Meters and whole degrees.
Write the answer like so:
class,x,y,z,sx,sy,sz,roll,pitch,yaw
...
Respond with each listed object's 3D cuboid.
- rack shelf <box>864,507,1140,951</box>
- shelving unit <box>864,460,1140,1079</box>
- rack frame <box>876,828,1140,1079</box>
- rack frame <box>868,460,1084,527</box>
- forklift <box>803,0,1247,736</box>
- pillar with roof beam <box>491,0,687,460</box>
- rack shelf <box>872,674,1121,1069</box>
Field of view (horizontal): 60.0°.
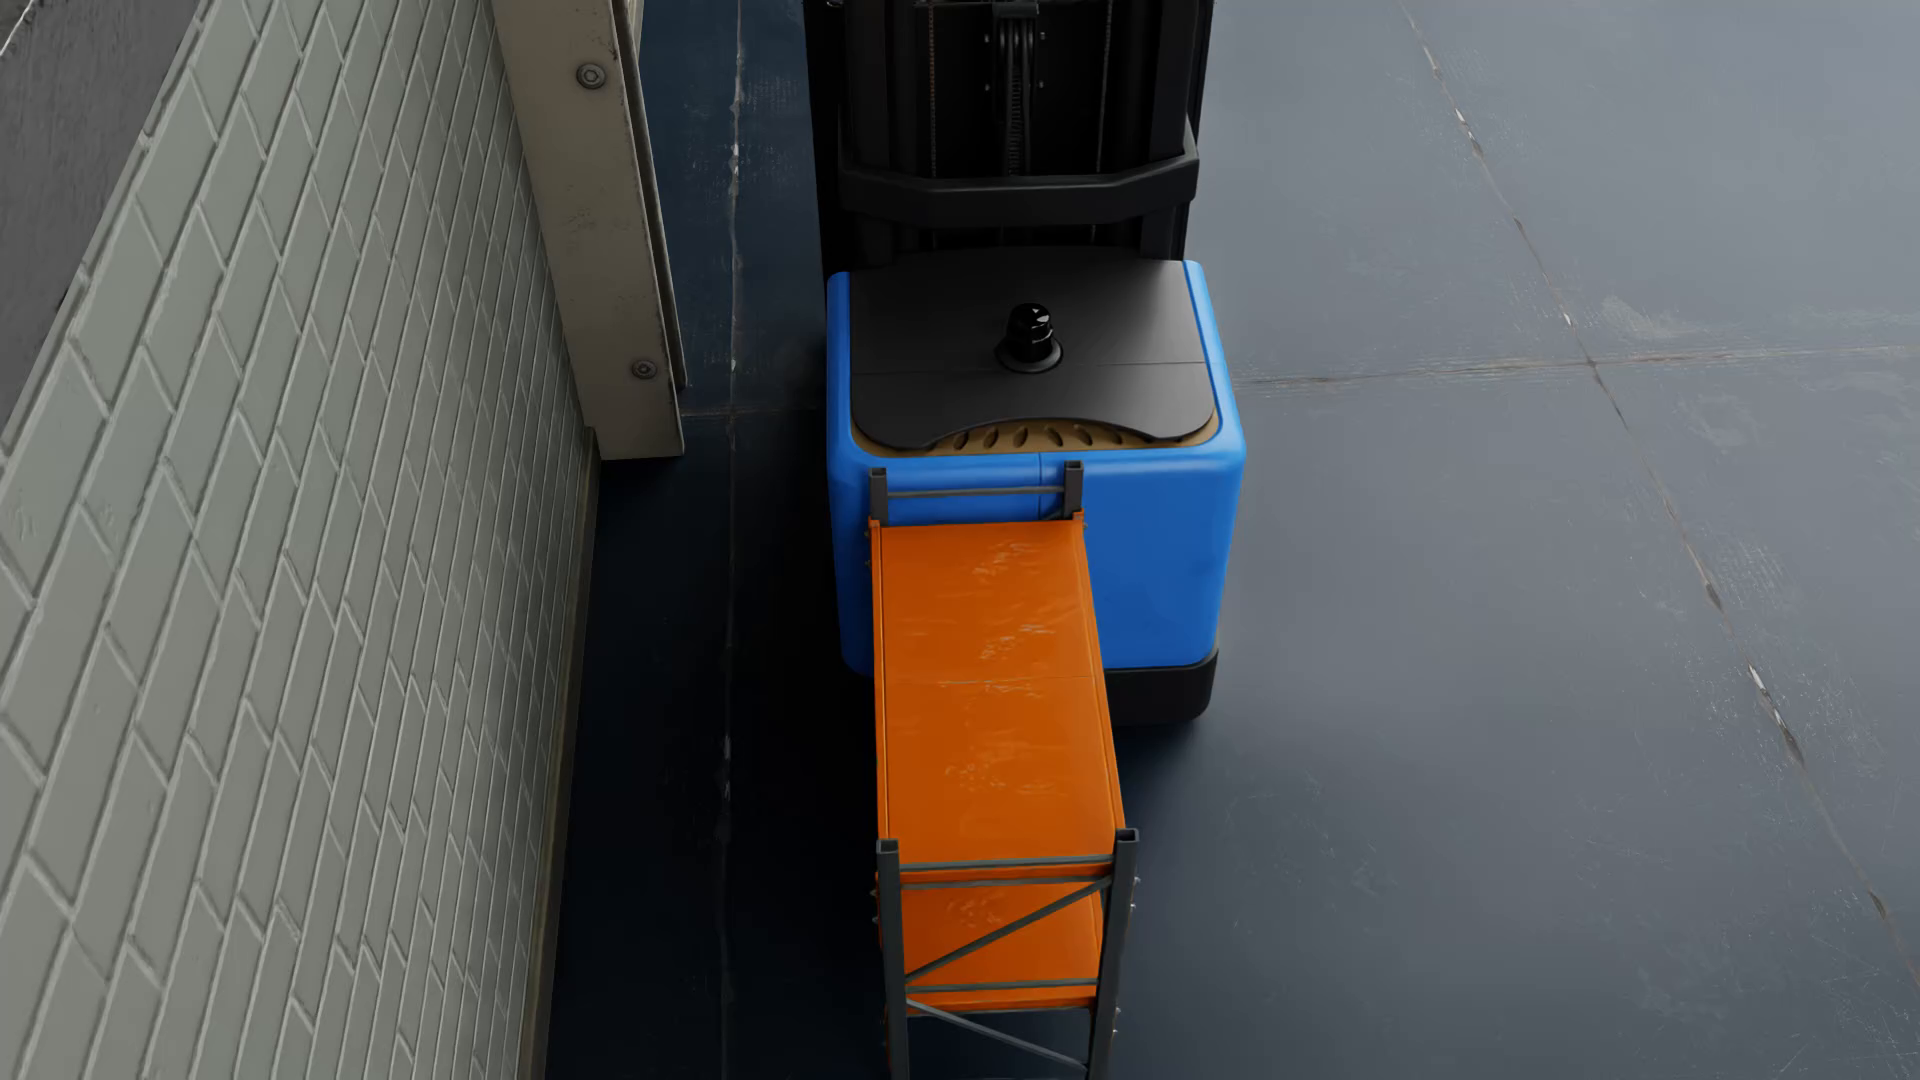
class,x,y,z,sx,sy,sz,roll,pitch,yaw
rack shelf,0.064,0.388,3.705,0.538,0.278,1.000,-2,47,-2
shelving unit,0.064,0.589,3.917,0.538,1.125,1.048,-2,47,-2
rack frame,0.091,0.958,3.568,0.500,1.125,0.032,-2,47,-2
rack frame,0.038,0.221,4.266,0.500,1.125,0.032,-2,47,-2
forklift,0.114,-1.527,4.677,1.130,2.935,3.031,-2,47,-2
pillar with roof beam,3.203,-3.771,2.624,9.100,9.000,0.400,-3,47,-3
rack shelf,0.064,0.757,4.095,0.538,0.278,1.000,-2,47,-2
